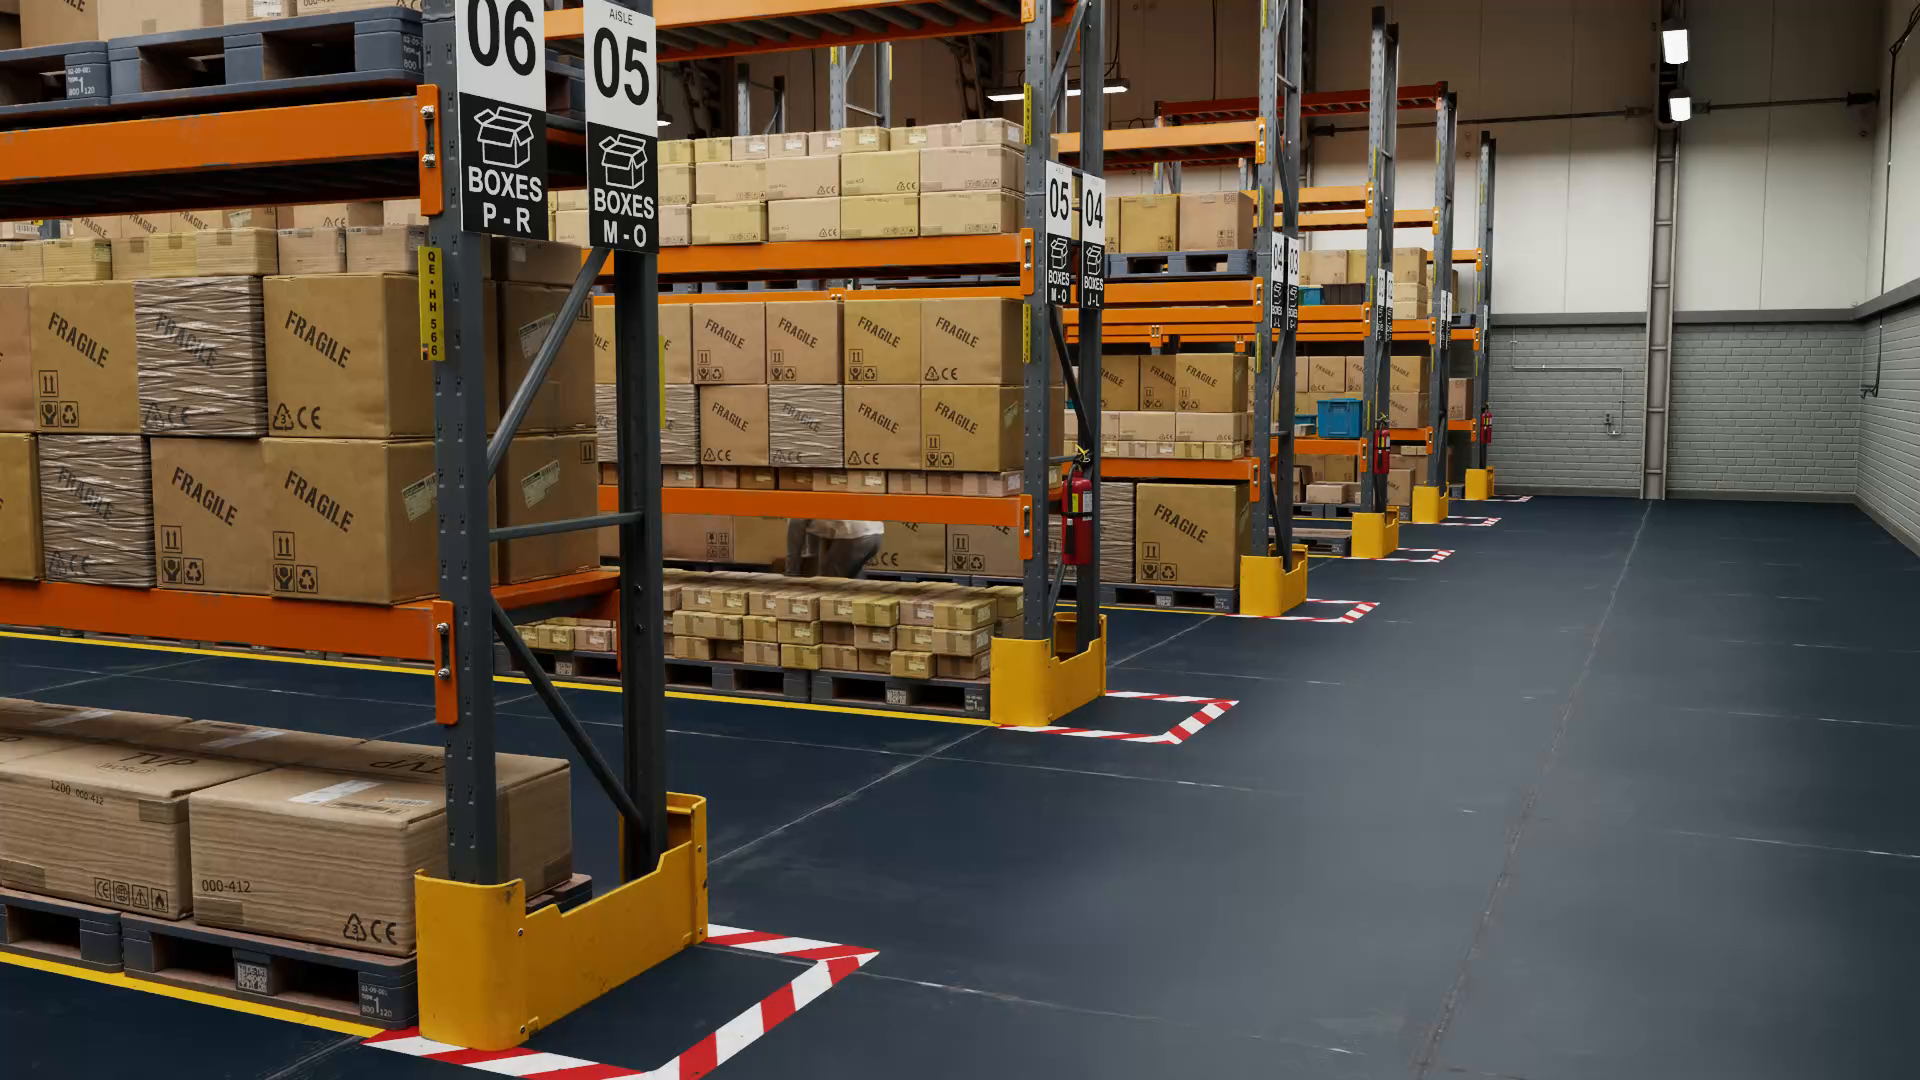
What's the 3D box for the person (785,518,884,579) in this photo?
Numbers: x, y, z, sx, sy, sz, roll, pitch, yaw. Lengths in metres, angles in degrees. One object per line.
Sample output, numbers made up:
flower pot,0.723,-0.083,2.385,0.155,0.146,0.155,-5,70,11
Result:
person,-1.045,0.169,12.337,0.968,1.255,0.468,2,6,21
